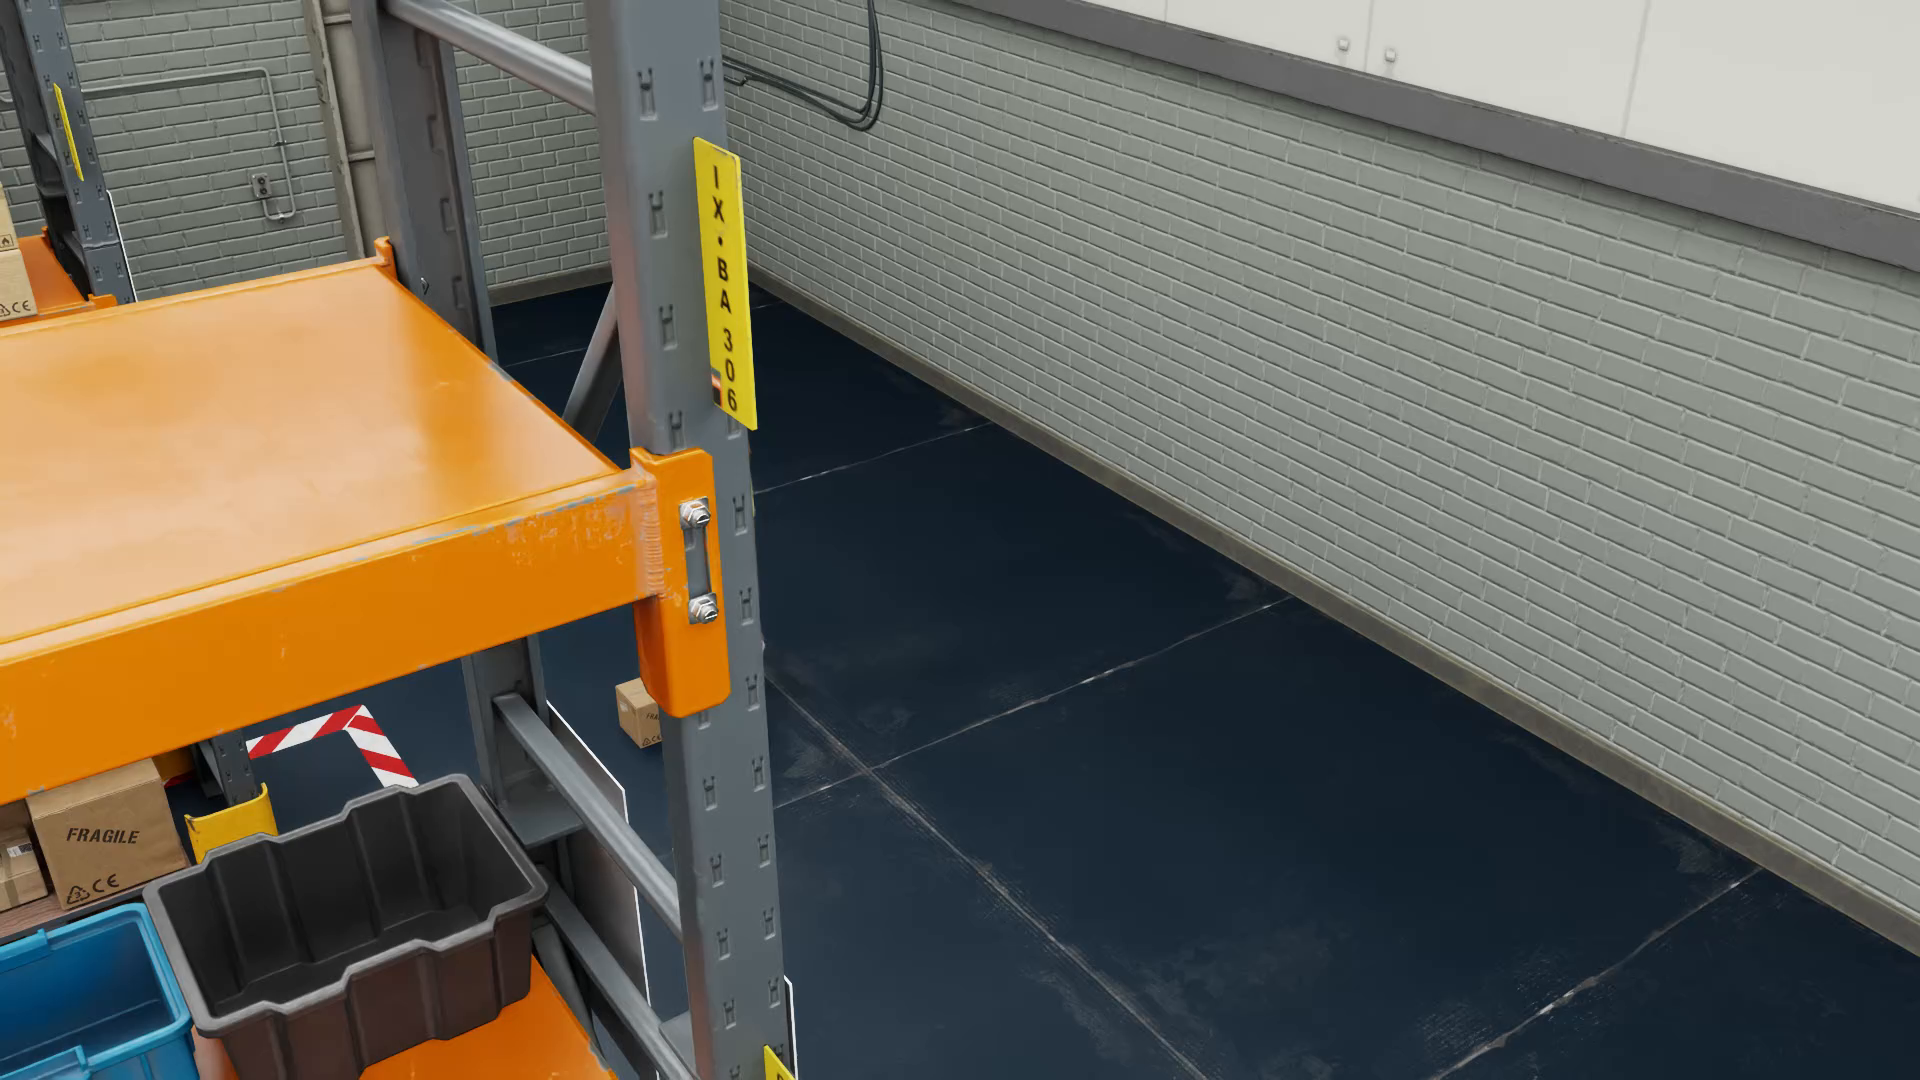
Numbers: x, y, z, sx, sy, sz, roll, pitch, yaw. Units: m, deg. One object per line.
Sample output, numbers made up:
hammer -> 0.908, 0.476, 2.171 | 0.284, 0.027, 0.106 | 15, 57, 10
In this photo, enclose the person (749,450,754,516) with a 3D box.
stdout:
person -> -1.237, 0.131, 8.450 | 0.433, 1.709, 0.478 | -19, 34, -31
